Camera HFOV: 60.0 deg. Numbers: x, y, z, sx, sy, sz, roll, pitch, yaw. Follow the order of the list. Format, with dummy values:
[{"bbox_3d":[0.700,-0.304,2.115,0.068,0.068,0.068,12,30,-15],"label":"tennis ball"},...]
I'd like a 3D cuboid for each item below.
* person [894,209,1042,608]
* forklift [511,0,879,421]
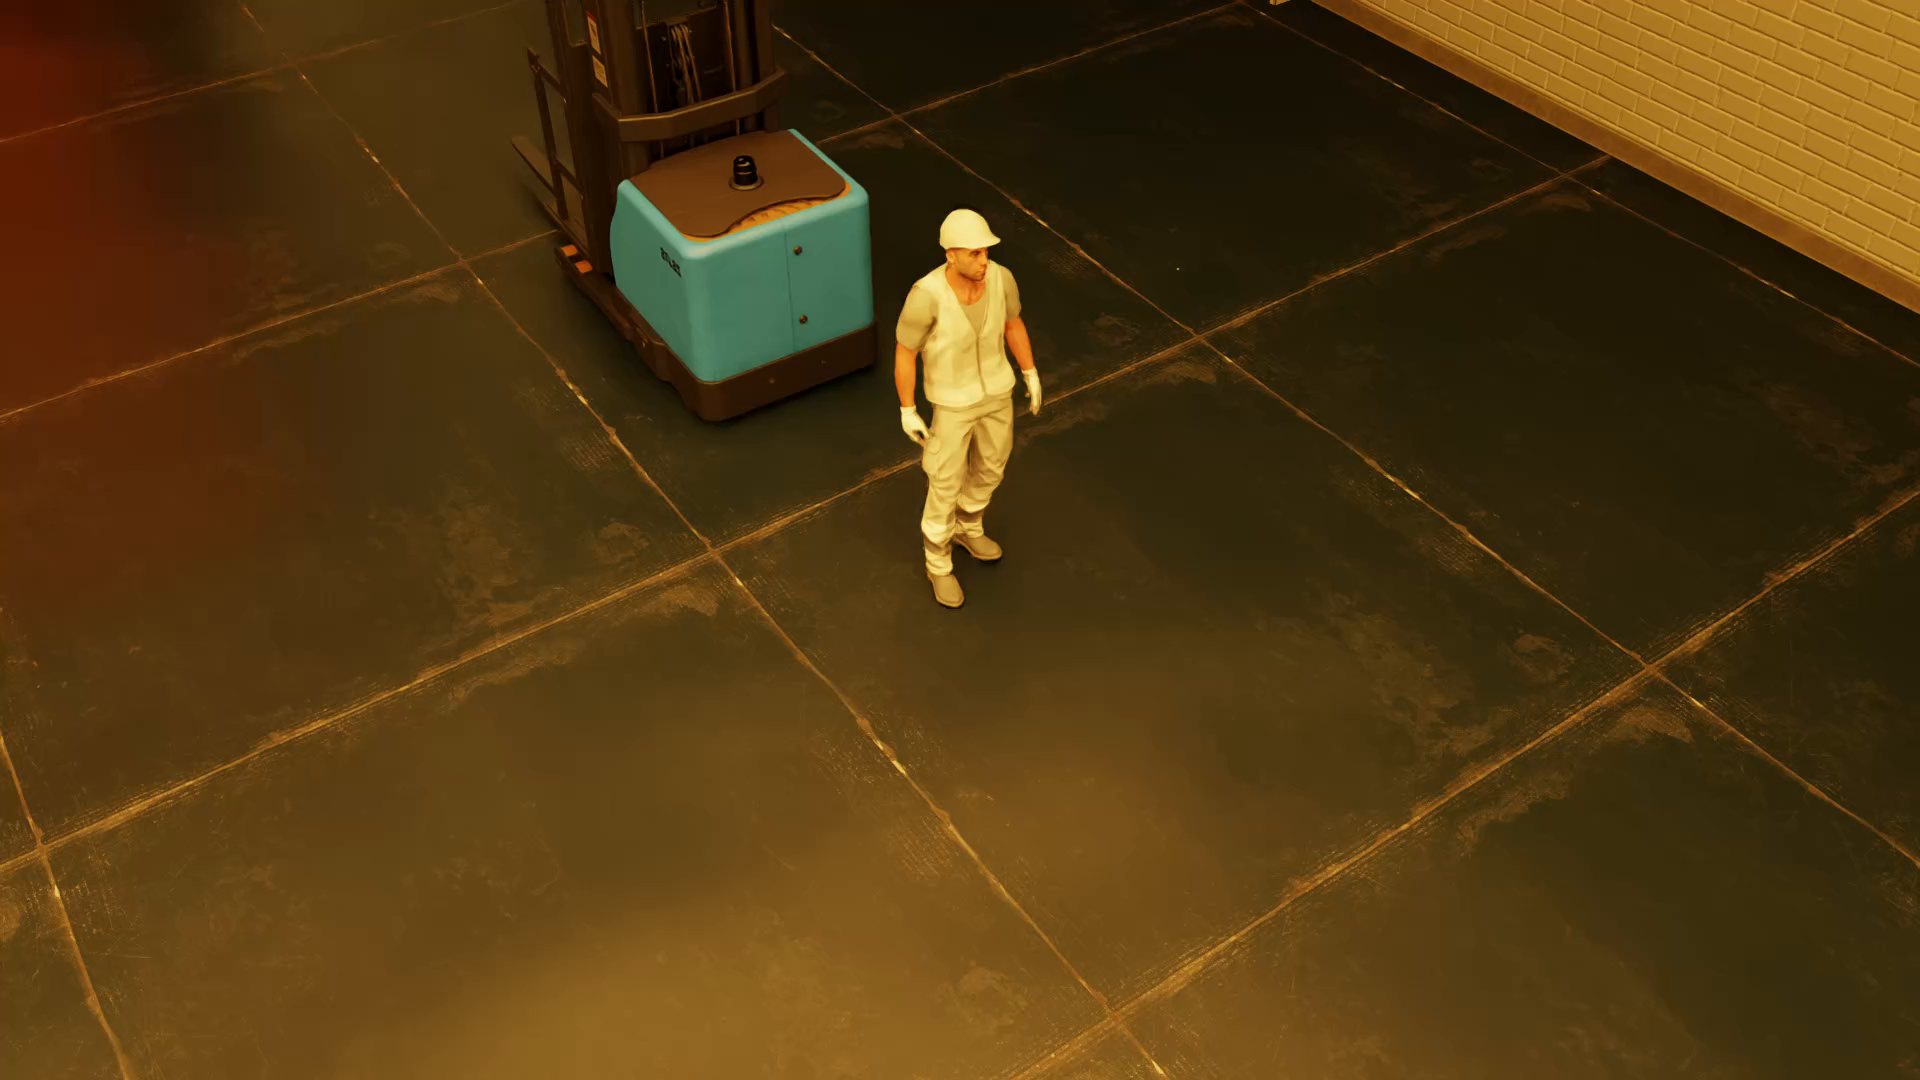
[{"bbox_3d":[0.079,-0.584,7.208,0.666,1.777,0.566,-21,47,-22],"label":"person"},{"bbox_3d":[-1.658,-2.651,8.592,1.130,2.935,3.031,-24,48,-24],"label":"forklift"}]
